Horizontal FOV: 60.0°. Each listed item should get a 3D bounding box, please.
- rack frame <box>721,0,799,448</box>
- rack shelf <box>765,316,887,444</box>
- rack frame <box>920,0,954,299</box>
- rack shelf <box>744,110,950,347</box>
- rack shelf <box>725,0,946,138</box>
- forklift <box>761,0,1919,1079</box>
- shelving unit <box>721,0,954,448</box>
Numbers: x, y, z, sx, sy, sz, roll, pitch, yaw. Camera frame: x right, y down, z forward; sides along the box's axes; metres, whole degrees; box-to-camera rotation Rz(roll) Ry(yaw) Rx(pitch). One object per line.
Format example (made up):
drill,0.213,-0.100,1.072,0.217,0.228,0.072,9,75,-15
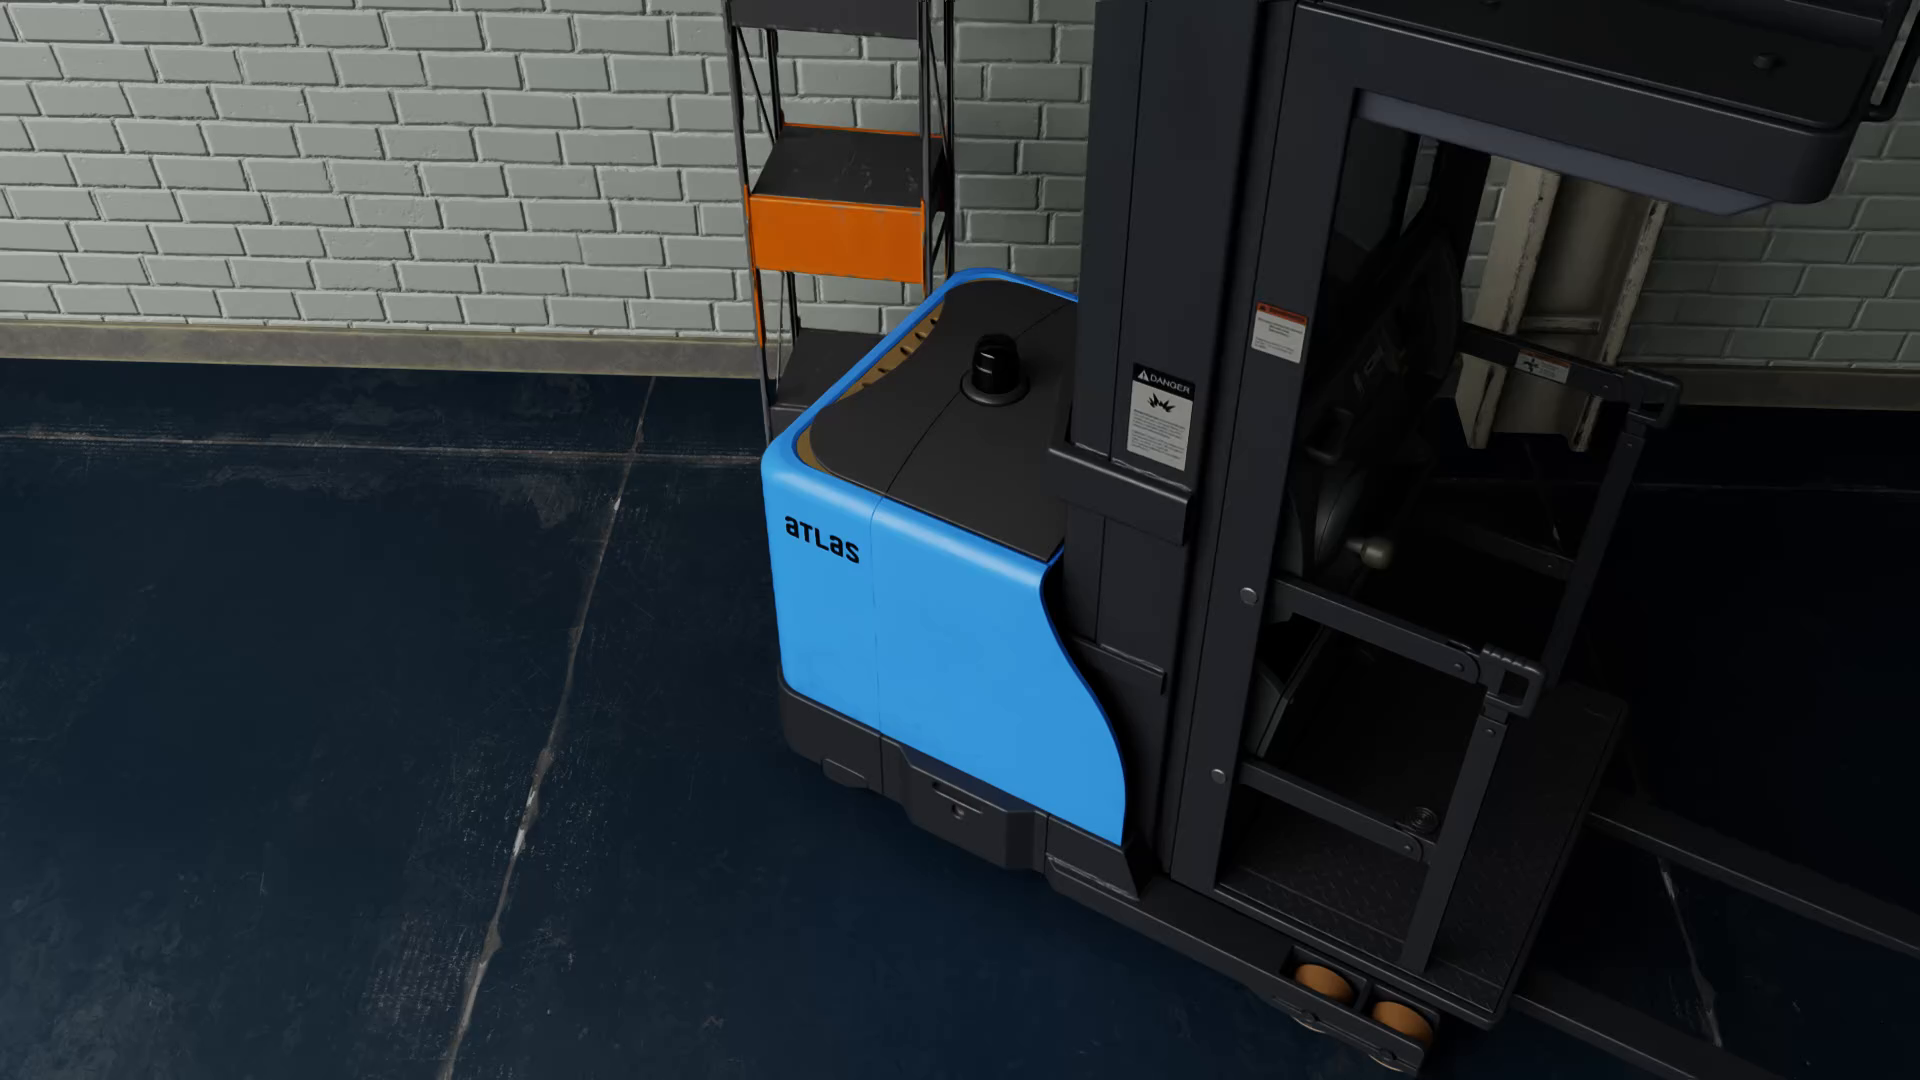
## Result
rack frame,-0.537,-0.883,4.658,0.015,2.100,0.400,6,43,7
rack shelf,-0.296,-0.335,5.116,0.480,0.518,0.431,6,43,7
rack frame,-0.055,-0.830,4.601,0.015,2.100,0.400,6,43,7
rack shelf,-0.296,-0.847,4.639,0.480,0.518,0.431,6,43,7
rack shelf,-0.296,-1.359,4.161,0.480,0.518,0.431,6,43,7
forklift,1.040,-0.244,3.362,3.031,2.935,1.130,22,47,22
shelving unit,-0.296,-0.857,4.629,0.503,2.100,0.431,6,43,7
